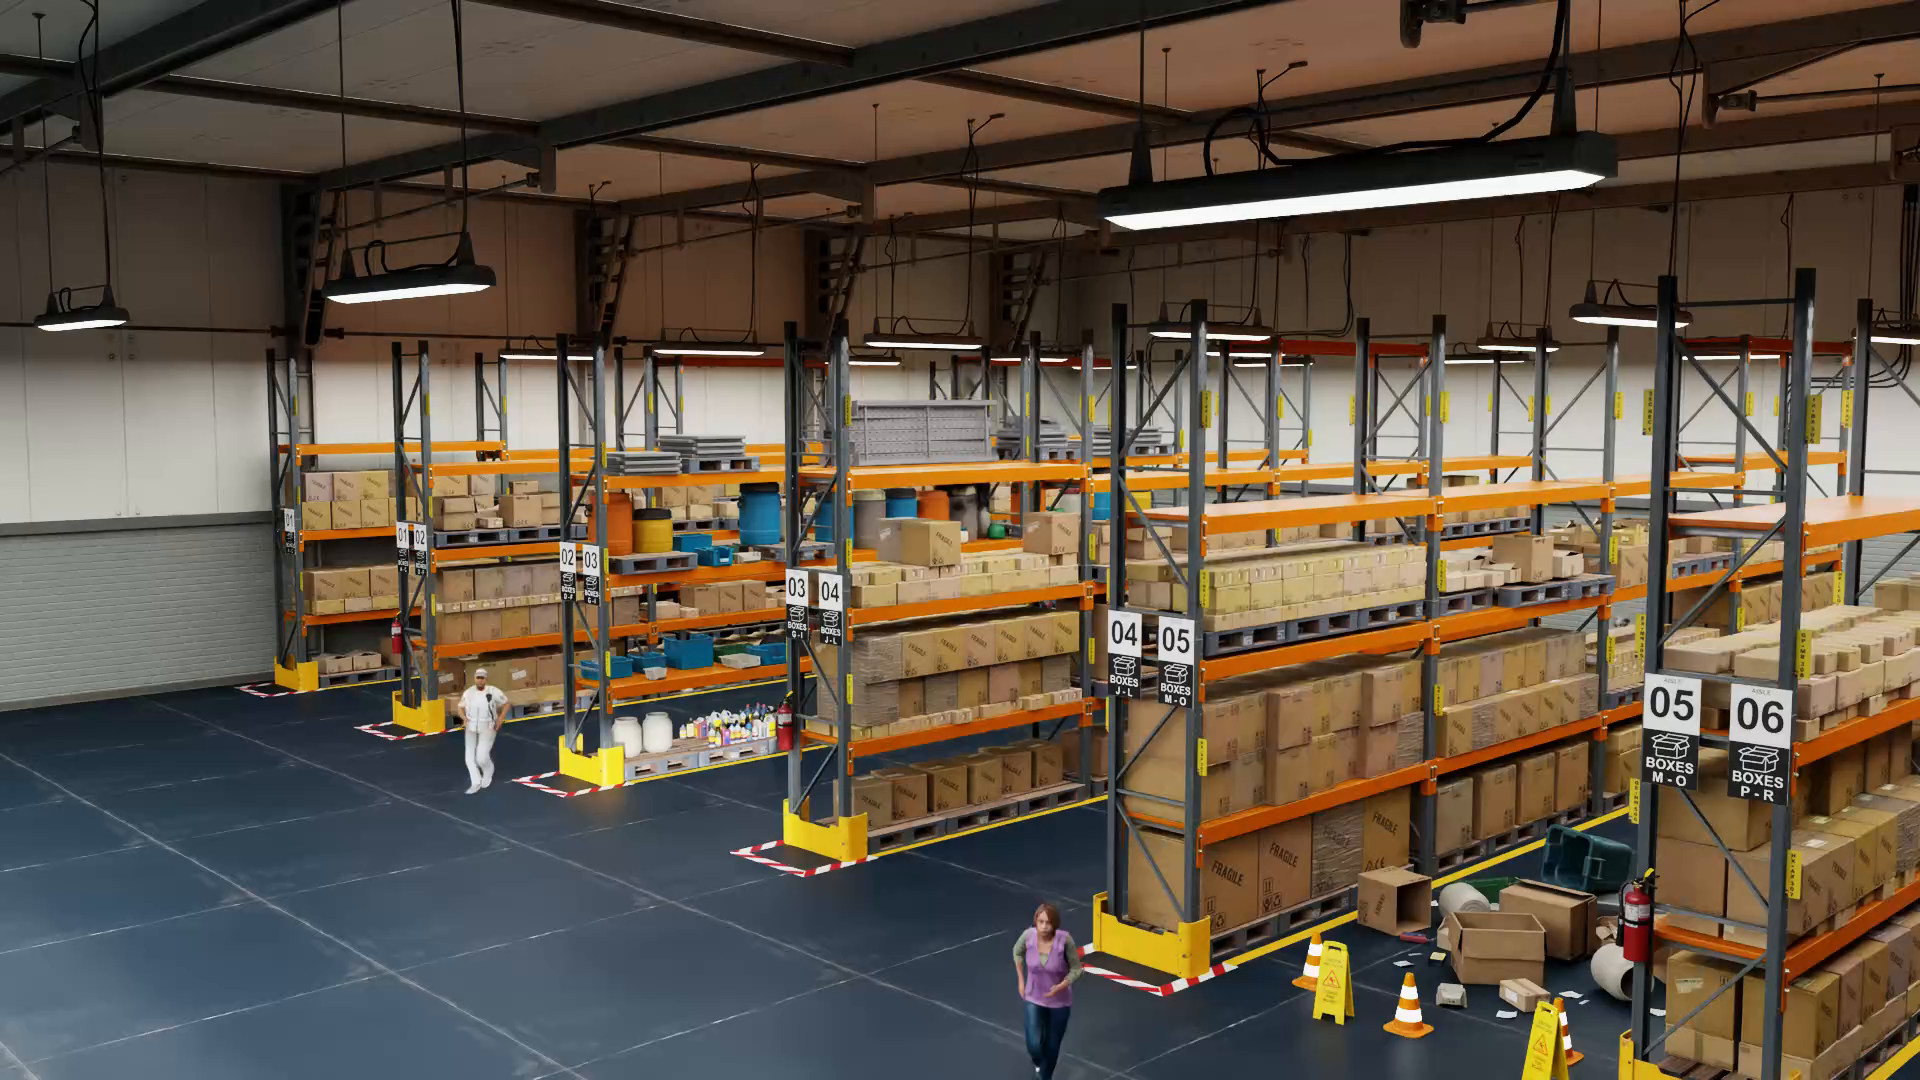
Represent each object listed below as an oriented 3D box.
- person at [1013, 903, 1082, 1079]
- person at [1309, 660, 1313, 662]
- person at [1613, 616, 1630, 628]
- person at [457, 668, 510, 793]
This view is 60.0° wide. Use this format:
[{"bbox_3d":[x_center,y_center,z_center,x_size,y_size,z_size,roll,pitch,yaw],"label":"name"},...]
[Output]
[{"bbox_3d":[0.625,3.355,12.022,0.510,1.540,0.588,1,5,7],"label":"person"},{"bbox_3d":[4.827,2.418,22.115,0.668,1.731,0.988,3,6,35],"label":"person"},{"bbox_3d":[10.331,2.066,26.008,0.673,1.790,0.814,4,6,39],"label":"person"},{"bbox_3d":[-6.241,2.494,21.660,0.639,1.629,0.549,0,5,2],"label":"person"}]
